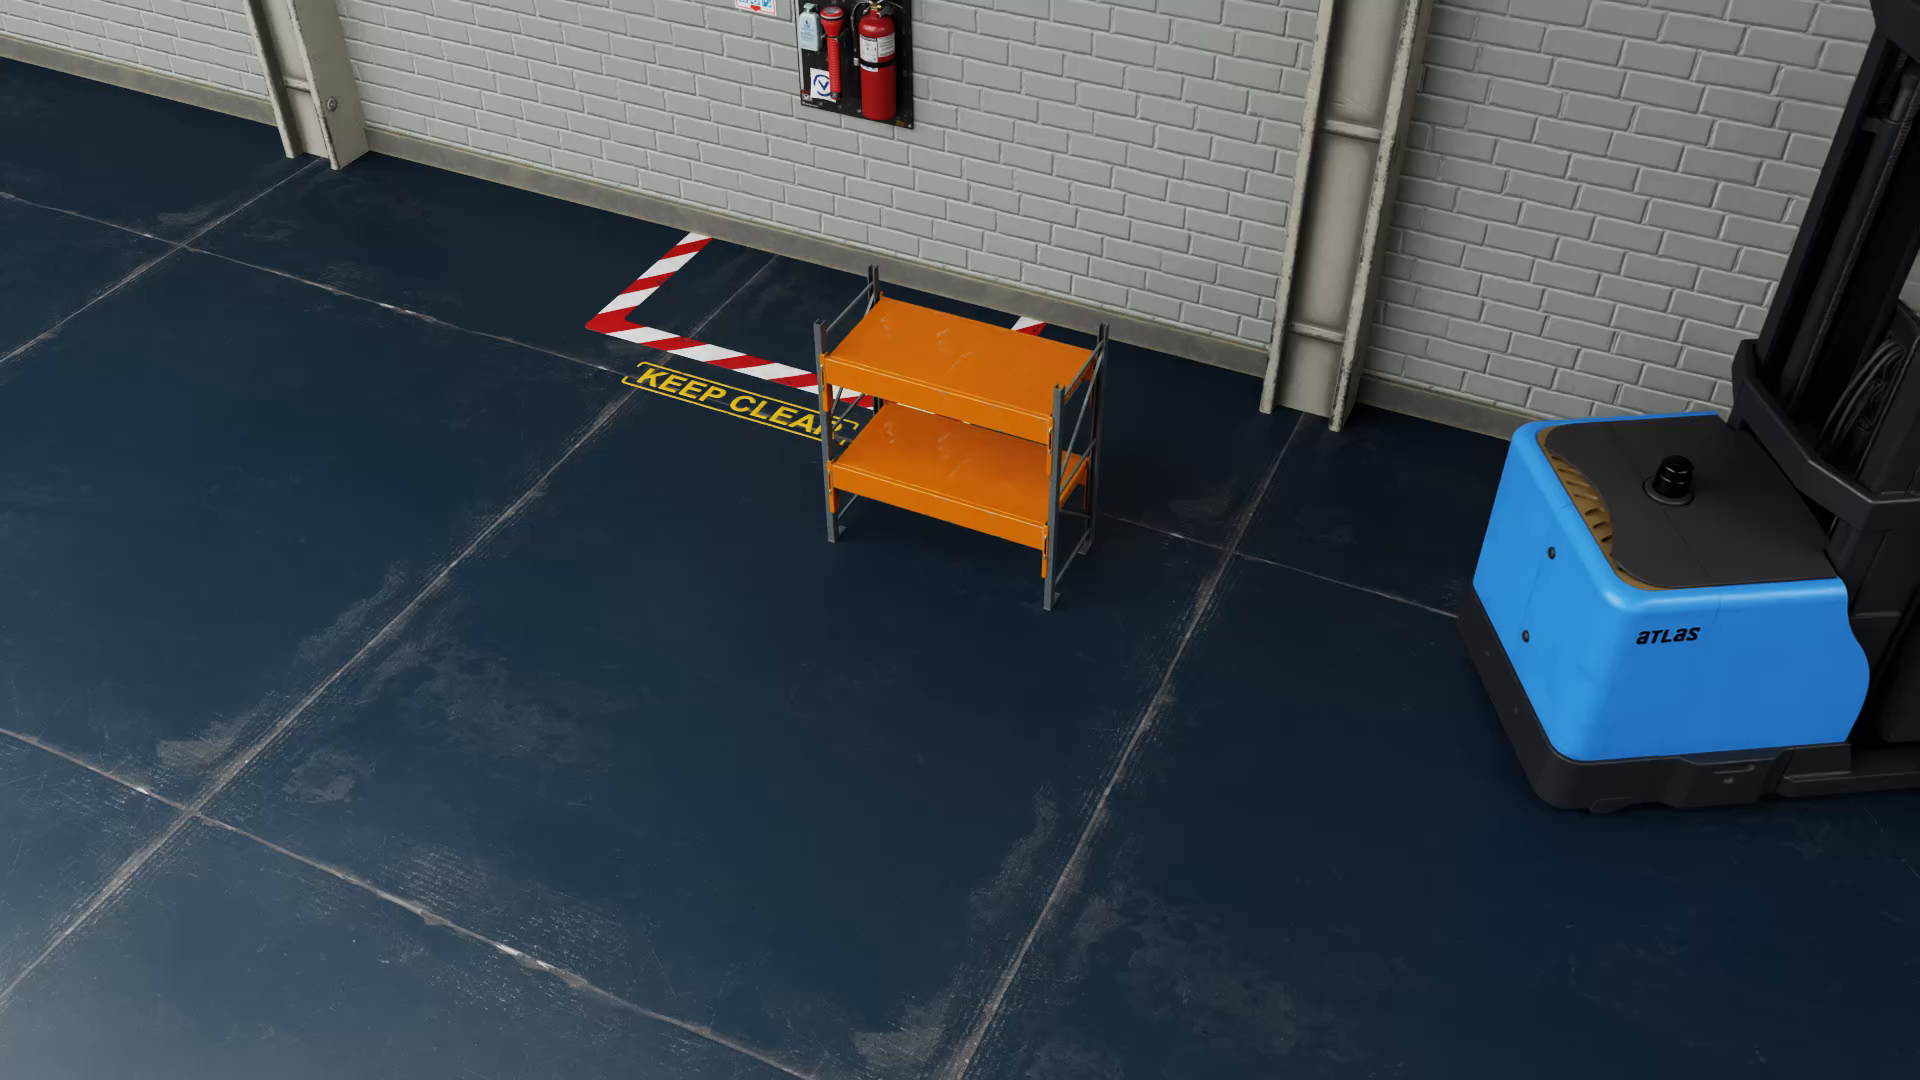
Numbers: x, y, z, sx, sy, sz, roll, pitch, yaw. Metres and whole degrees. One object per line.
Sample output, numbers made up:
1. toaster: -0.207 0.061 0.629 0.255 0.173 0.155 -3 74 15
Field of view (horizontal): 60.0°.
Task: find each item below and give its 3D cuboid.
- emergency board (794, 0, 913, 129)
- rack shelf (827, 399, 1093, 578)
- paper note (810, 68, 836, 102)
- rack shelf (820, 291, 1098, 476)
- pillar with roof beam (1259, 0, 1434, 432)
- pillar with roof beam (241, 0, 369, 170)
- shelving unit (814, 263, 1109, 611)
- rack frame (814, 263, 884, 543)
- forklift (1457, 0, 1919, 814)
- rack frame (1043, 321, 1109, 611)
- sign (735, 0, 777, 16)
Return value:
1. emergency board: -0.547 -2.494 7.837 0.643 1.169 0.194 17 44 19
2. rack shelf: 0.006 -0.238 7.040 1.000 0.278 0.538 17 44 19
3. paper note: -0.678 -2.251 8.230 0.142 0.148 0.016 17 44 19
4. rack shelf: 0.006 -0.644 6.688 1.000 0.278 0.538 17 44 19
5. pillar with roof beam: -0.143 -1.499 2.109 0.400 9.000 9.100 17 44 19
6. pillar with roof beam: -5.581 -3.160 4.026 0.400 9.000 9.100 17 44 19
7. shelving unit: 0.006 -0.423 6.879 1.048 1.125 0.538 17 44 19
8. rack frame: -0.455 -0.564 7.042 0.032 1.125 0.500 17 44 19
9. forklift: 3.563 -0.513 5.604 3.031 2.935 1.130 -4 41 -4
10. rack frame: 0.467 -0.282 6.717 0.032 1.125 0.500 17 44 19
11. sign: -1.004 -2.722 8.073 0.234 0.329 0.001 17 44 19
